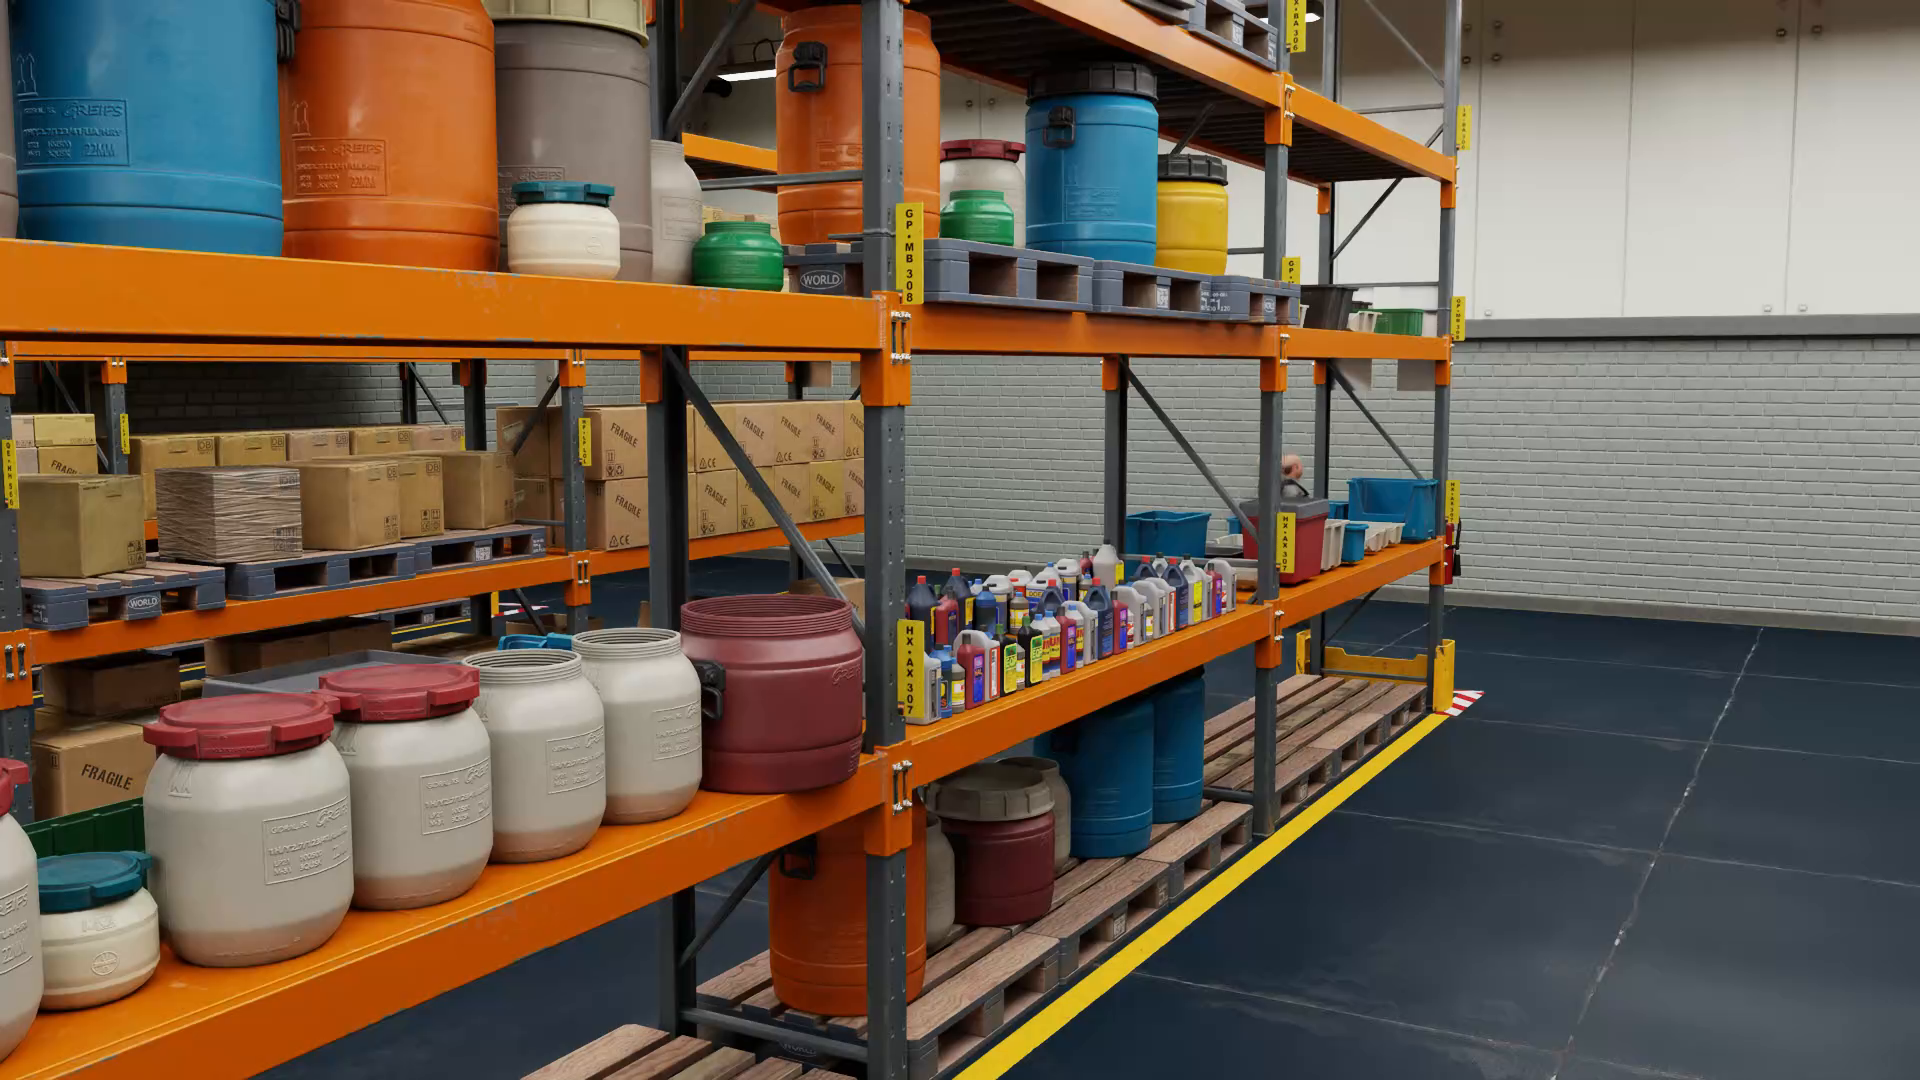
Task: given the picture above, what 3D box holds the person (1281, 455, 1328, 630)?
[{"bbox_3d":[3.368,0.041,16.542,0.595,1.785,0.571,0,6,-3],"label":"person"}]
